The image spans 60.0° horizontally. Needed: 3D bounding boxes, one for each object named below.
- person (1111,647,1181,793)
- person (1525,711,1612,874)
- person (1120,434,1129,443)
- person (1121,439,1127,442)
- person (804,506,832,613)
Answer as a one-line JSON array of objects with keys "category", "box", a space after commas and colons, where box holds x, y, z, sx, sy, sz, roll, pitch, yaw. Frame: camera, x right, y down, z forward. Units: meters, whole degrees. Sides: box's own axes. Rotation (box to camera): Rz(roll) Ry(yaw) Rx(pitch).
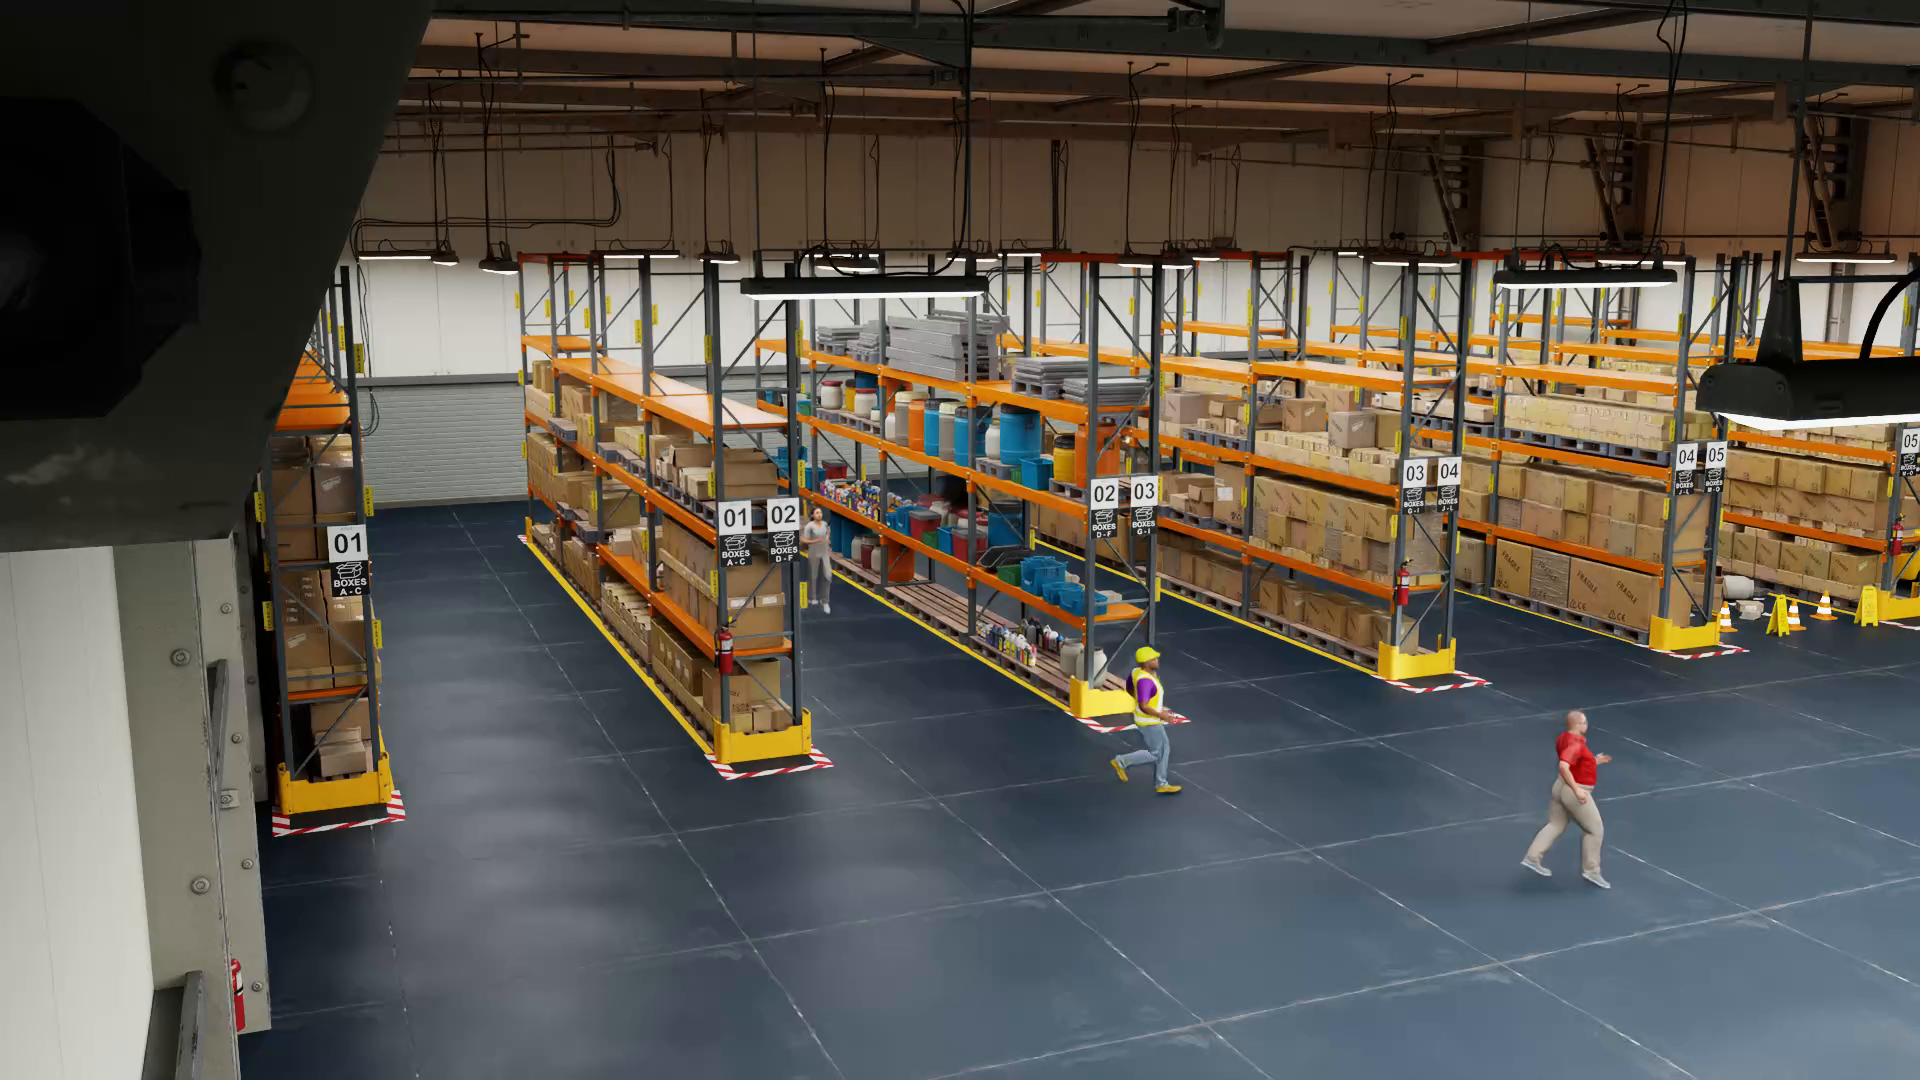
[{"category": "person", "box": [2.139, 2.062, 19.035, 0.832, 1.733, 0.712, 0, 10, 0]}, {"category": "person", "box": [6.001, 2.463, 16.307, 0.783, 1.618, 0.640, -1, 10, -6]}, {"category": "person", "box": [3.786, -1.986, 41.154, 0.958, 1.695, 0.837, -4, 11, -20]}, {"category": "person", "box": [3.752, -1.574, 39.326, 0.673, 1.569, 0.754, -1, 10, -3]}, {"category": "person", "box": [-2.299, 0.314, 27.185, 0.544, 1.761, 0.673, -6, 12, -29]}]
